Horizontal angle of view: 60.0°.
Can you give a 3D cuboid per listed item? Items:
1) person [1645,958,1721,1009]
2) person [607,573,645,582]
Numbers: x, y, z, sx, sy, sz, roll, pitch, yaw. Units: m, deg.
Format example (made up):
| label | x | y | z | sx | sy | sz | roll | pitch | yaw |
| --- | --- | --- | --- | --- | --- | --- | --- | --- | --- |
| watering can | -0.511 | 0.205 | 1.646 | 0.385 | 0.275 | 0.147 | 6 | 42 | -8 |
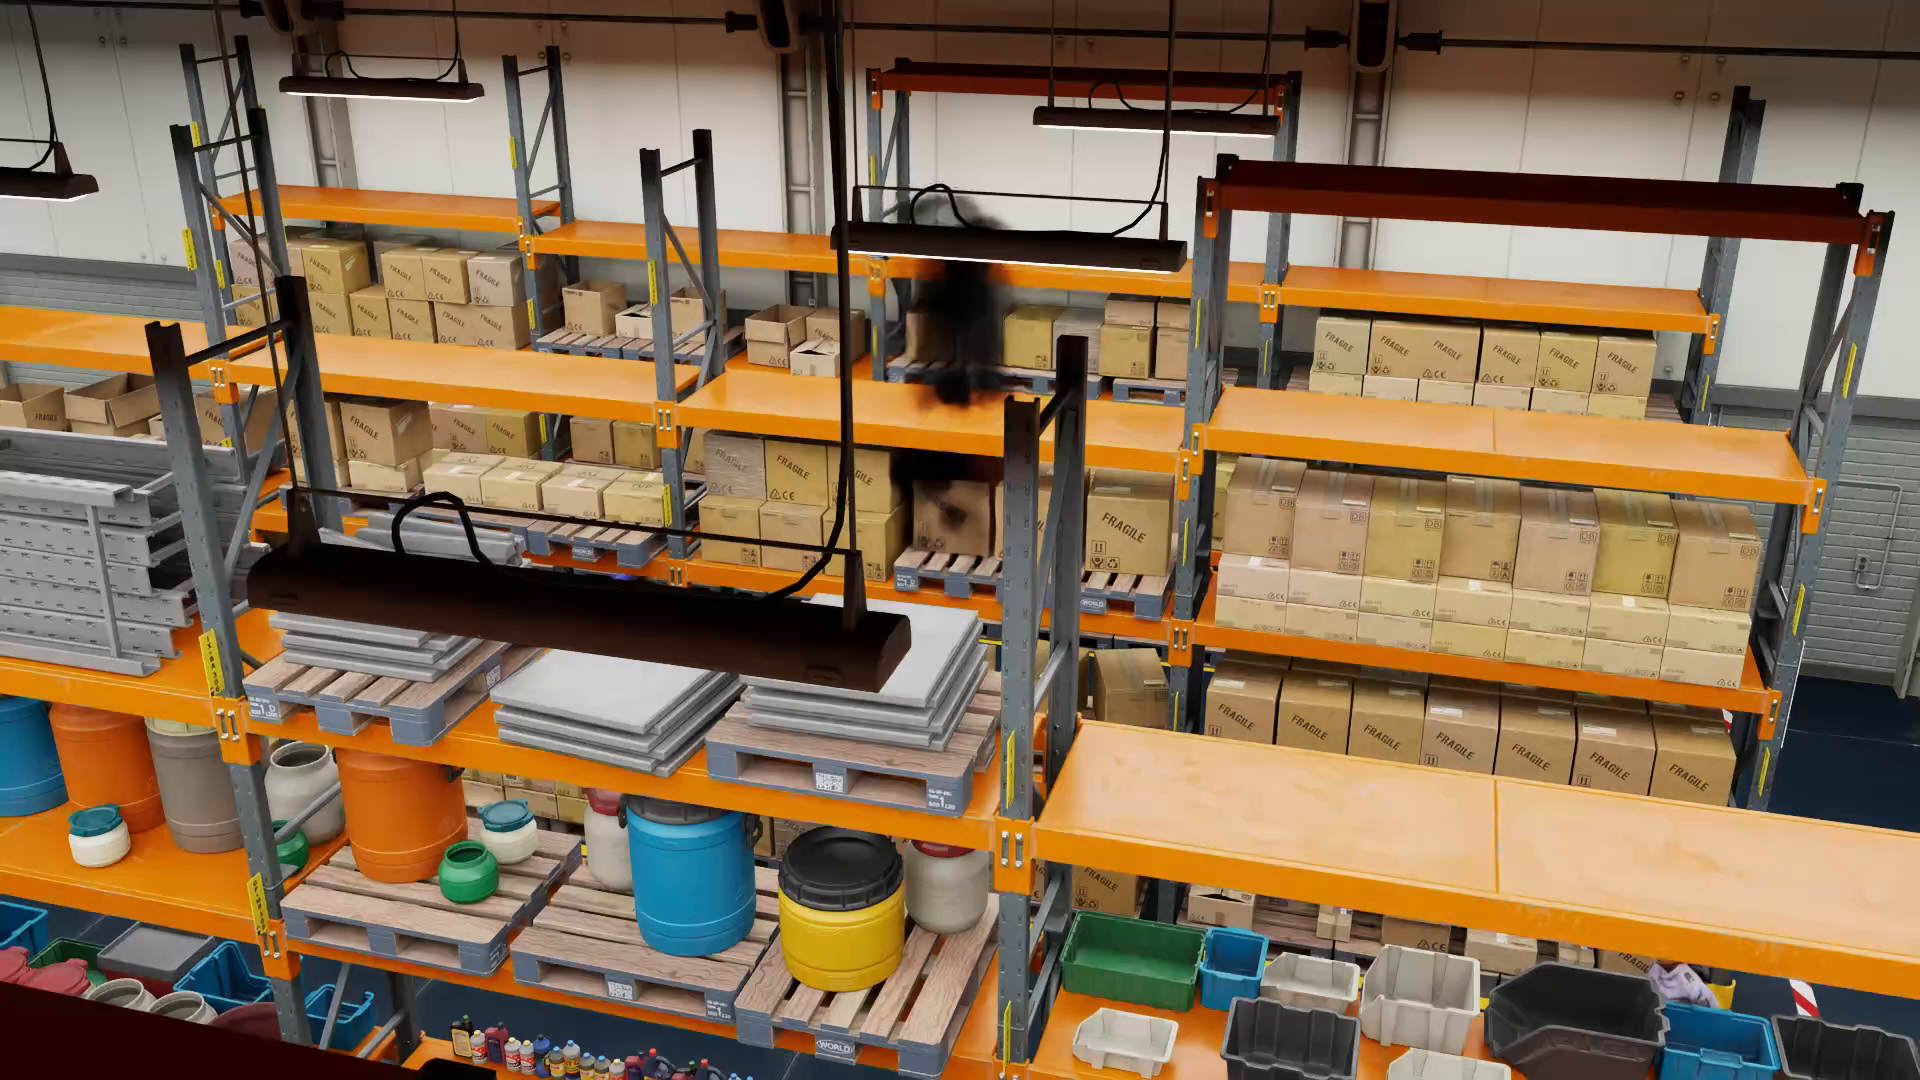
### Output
| label | x | y | z | sx | sy | sz | roll | pitch | yaw |
| --- | --- | --- | --- | --- | --- | --- | --- | --- | --- |
| person | 4.745 | 3.249 | 10.901 | 0.764 | 1.634 | 0.612 | -3 | 23 | -6 |
| person | -3.450 | 0.745 | 16.872 | 0.660 | 1.609 | 0.555 | -1 | 23 | -2 |
